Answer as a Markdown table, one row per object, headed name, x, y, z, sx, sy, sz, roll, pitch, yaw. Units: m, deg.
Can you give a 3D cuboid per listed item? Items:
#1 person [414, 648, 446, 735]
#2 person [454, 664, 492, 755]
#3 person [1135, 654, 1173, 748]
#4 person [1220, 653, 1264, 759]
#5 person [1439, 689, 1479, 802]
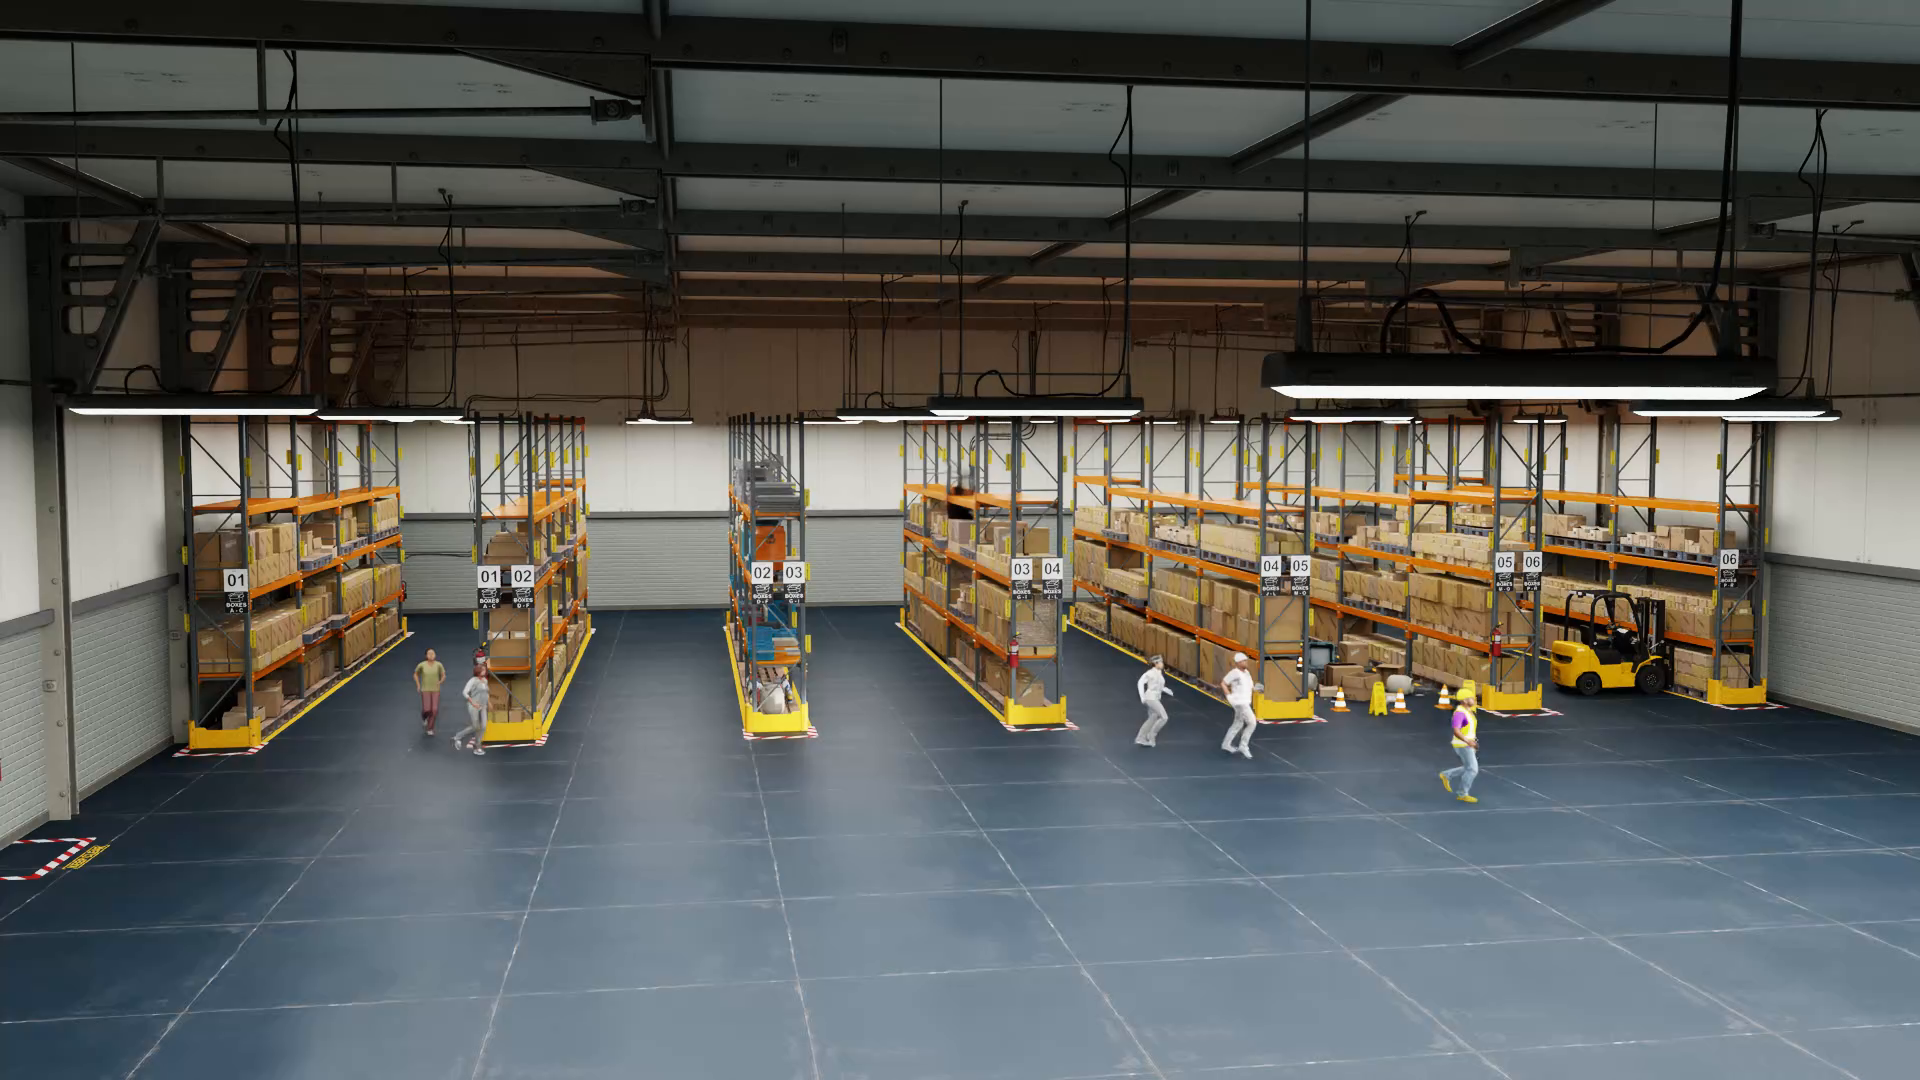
| name | x | y | z | sx | sy | sz | roll | pitch | yaw |
| --- | --- | --- | --- | --- | --- | --- | --- | --- | --- |
| person | -9.850 | 2.821 | 30.943 | 0.567 | 1.601 | 0.546 | -2 | 4 | -25 |
| person | -8.498 | 2.960 | 29.235 | 0.645 | 1.555 | 0.600 | 2 | 4 | 25 |
| person | 3.464 | 2.883 | 29.737 | 0.679 | 1.690 | 0.613 | 1 | 4 | 18 |
| person | 4.893 | 2.872 | 28.863 | 0.758 | 1.832 | 0.659 | 2 | 4 | 24 |
| person | 7.654 | 3.130 | 25.487 | 0.602 | 1.720 | 0.733 | 2 | 4 | 23 |
